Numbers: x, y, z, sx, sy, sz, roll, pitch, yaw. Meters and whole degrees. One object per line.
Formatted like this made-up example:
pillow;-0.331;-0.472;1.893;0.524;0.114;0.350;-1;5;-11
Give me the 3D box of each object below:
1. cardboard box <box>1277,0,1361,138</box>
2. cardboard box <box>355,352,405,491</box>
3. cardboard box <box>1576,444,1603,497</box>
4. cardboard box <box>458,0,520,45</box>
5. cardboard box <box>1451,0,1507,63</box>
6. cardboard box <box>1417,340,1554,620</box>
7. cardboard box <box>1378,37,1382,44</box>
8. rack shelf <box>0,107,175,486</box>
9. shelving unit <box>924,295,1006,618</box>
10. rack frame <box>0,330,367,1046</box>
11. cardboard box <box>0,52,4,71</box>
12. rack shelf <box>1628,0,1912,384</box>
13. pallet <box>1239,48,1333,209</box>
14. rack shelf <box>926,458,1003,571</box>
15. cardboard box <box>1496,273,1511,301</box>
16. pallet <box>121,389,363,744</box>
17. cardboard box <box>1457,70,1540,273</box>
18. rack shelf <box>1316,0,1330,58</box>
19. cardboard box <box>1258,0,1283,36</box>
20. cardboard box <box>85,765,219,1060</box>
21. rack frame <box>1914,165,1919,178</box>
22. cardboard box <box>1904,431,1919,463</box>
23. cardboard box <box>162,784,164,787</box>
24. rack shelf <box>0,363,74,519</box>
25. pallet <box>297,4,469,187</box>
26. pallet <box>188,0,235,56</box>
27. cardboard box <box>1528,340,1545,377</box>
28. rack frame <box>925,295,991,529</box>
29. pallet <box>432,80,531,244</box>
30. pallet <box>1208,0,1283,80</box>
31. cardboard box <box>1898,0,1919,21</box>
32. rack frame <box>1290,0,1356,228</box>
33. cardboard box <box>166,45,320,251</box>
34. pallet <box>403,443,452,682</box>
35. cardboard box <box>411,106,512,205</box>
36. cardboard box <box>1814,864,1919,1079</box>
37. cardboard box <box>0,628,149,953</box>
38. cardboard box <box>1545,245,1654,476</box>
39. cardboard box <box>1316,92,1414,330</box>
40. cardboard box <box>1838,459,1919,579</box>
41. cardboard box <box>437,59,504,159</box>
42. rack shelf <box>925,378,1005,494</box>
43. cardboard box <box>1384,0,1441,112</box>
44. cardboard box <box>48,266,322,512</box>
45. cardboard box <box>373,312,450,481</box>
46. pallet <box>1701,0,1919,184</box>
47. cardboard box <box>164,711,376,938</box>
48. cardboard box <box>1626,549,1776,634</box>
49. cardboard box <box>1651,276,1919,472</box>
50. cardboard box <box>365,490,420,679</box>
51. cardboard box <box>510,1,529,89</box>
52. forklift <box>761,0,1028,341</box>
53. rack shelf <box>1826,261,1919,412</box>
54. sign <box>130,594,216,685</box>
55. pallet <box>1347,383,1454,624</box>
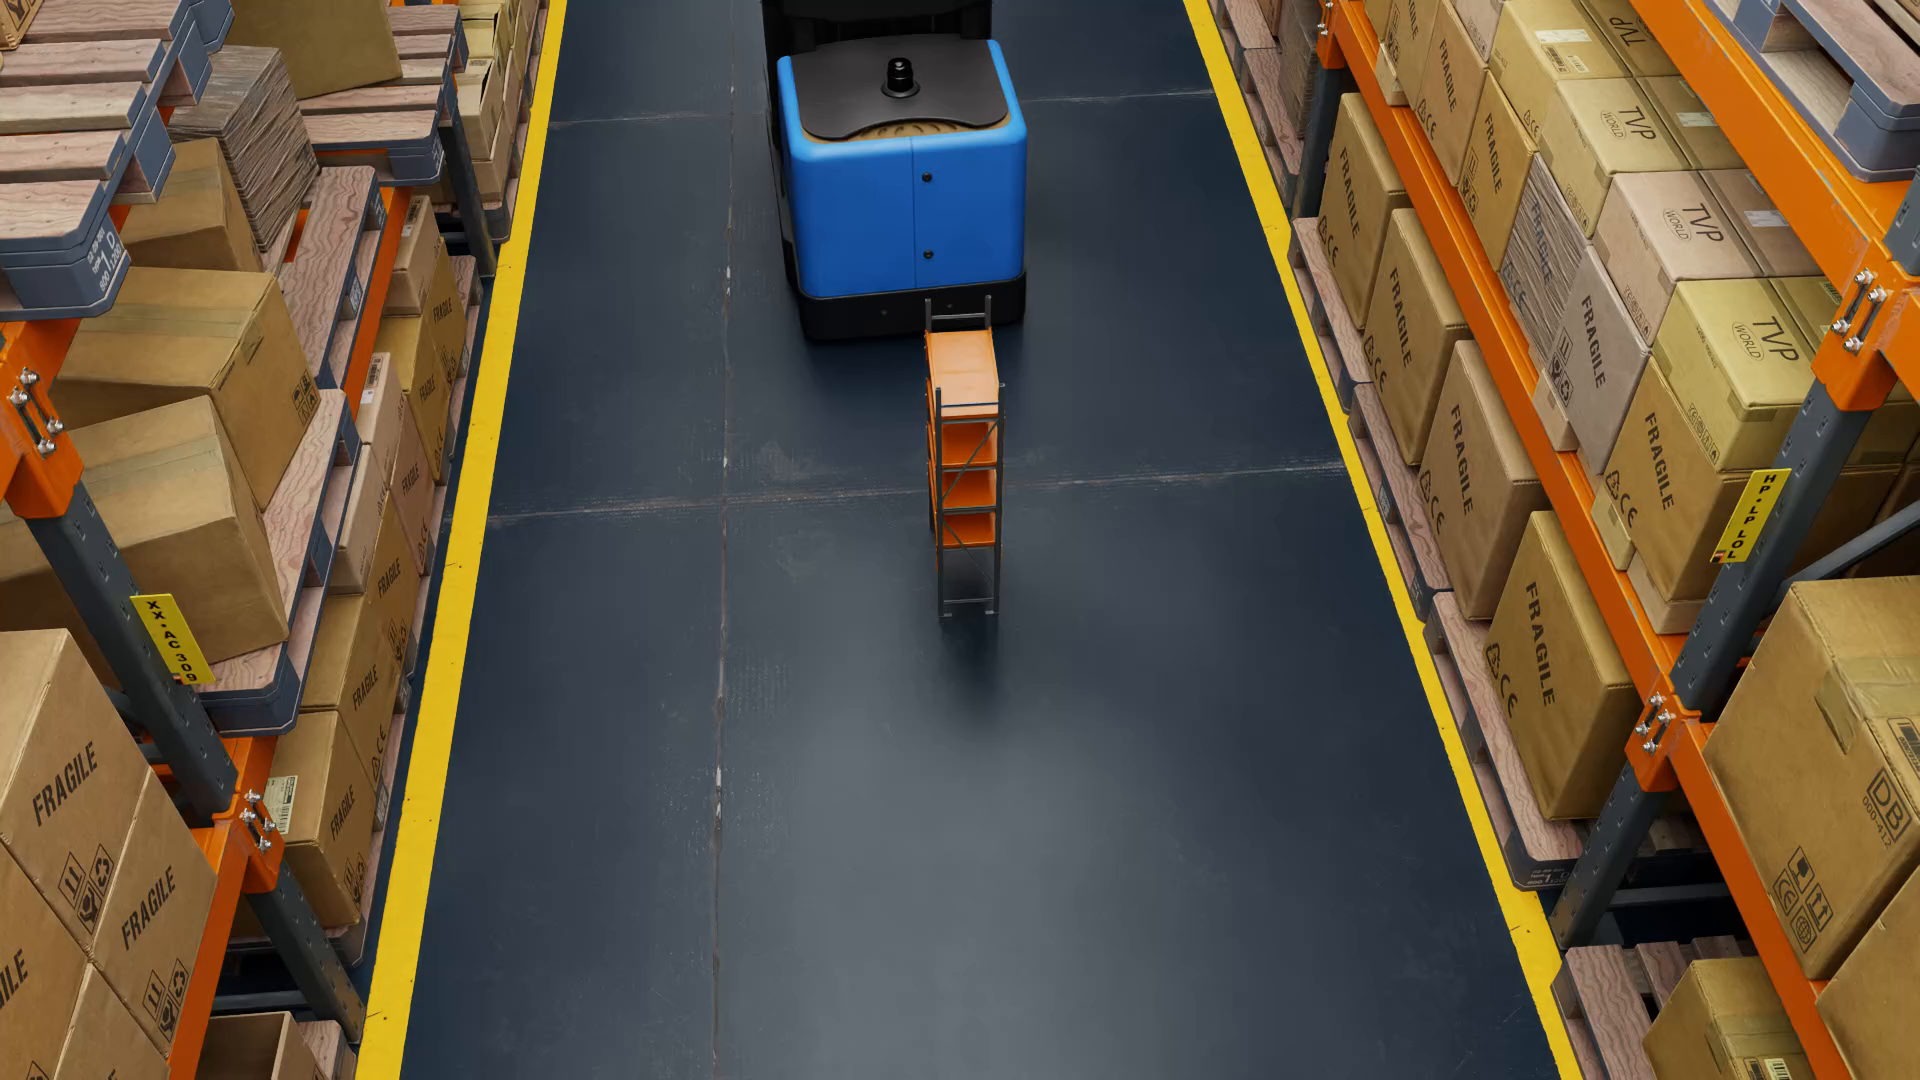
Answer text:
cardboard box;2.058;-2.429;8.540;0.700;0.500;0.500;-3;47;-3
cardboard box;-2.355;-0.423;6.123;0.500;0.250;0.500;-4;47;-4
cardboard box;2.173;-0.245;5.212;0.380;0.149;0.250;-2;47;-2
cardboard box;-2.610;-2.853;8.741;0.500;0.311;0.500;-5;47;-4
cardboard box;2.042;-1.927;5.841;0.500;0.250;0.500;-3;47;-3
cardboard box;2.243;-0.236;6.235;0.750;0.750;0.750;-2;47;-2
cardboard box;1.979;-2.105;6.973;0.380;0.149;0.250;-3;47;-3
rack shelf;-2.599;-1.653;4.815;1.077;0.370;4.000;-3;47;-3
shelving unit;0.014;-0.293;6.337;0.258;1.200;0.503;-3;47;-3
rack frame;-2.431;0.578;4.273;1.000;3.000;0.127;-3;47;-3
cardboard box;-2.400;-1.035;3.308;0.600;0.600;0.600;-8;47;-7
rack shelf;2.337;-1.957;5.103;1.077;0.370;4.000;-3;47;-3
pallet;2.106;-2.226;8.849;1.003;0.211;1.213;-3;47;-3
rack shelf;0.014;-0.110;6.530;0.258;0.148;0.480;-3;47;-3
cardboard box;2.121;-0.988;5.916;0.380;0.149;0.250;-2;47;-2
pallet;-2.389;0.059;4.896;1.003;0.211;1.213;-3;47;-3
cardboard box;2.082;-1.281;5.747;0.500;0.500;0.500;-2;47;-2
rack shelf;2.002;-3.819;8.933;1.077;0.370;4.000;-3;47;-3
cardboard box;2.060;-3.167;9.238;0.700;0.500;0.500;-4;47;-4
cardboard box;-2.134;0.890;3.909;0.500;0.500;0.500;-3;47;-3
rack frame;2.505;-1.788;2.382;1.000;3.000;0.127;-3;47;-3
cardboard box;2.726;-0.476;4.467;0.500;0.250;0.500;-2;47;-2
cardboard box;-2.758;0.947;5.342;0.500;0.500;0.500;-4;47;-4
rack shelf;-2.264;1.241;2.075;1.077;0.370;4.000;-3;47;-3
pallet;-2.640;-1.764;6.623;1.213;0.211;1.003;-3;47;-3
pallet;-2.506;-1.615;4.413;1.213;0.211;1.003;-3;47;-3
cardboard box;2.138;-0.613;5.561;0.380;0.149;0.250;-3;47;-3
rack frame;-0.007;-0.469;6.505;0.240;1.200;0.015;-3;47;-3
pallet;-2.796;-1.955;8.593;1.003;0.211;1.213;-3;47;-3
pallet;2.007;-3.107;9.684;1.003;0.211;1.213;-3;47;-3
cardboard box;2.540;-1.586;3.885;0.700;0.500;0.500;-6;47;-5
rack frame;2.170;-2.620;7.301;1.000;3.000;0.127;-3;47;-3
cardboard box;-2.715;-1.372;5.762;0.700;0.500;0.500;4;47;4
pallet;-2.642;0.066;6.678;1.003;0.211;1.213;-3;47;-3
cardboard box;-2.517;-1.911;8.235;0.500;0.250;0.500;-4;47;-3
cardboard box;2.589;1.093;3.579;0.980;0.700;0.700;-5;47;-4
cardboard box;-2.131;0.550;3.542;0.500;0.500;0.500;-3;47;-3
cardboard box;2.162;-0.556;5.060;0.500;0.500;0.500;-3;47;-3
cardboard box;2.101;-1.485;7.418;0.750;0.750;0.750;-4;47;-4
cardboard box;2.717;-0.217;4.739;0.500;0.500;0.500;-5;47;-5
cardboard box;-2.517;-2.104;8.032;0.500;0.311;0.500;-2;47;-2
rack shelf;0.014;-0.400;6.224;0.258;0.148;0.480;-3;47;-3
cardboard box;1.990;-2.017;6.443;0.500;0.500;0.500;-2;47;-2
cardboard box;-2.369;-0.451;4.889;0.700;0.500;0.500;3;47;3
cardboard box;-2.411;-0.571;6.780;0.500;0.500;0.500;-5;47;-5
pallet;2.379;-1.352;4.166;0.805;0.209;1.217;-5;47;-5
cardboard box;-2.229;0.922;5.366;0.500;0.500;0.500;-5;47;-5
cardboard box;2.194;0.127;4.860;0.380;0.149;0.250;-3;47;-3
cardboard box;2.211;-0.449;4.442;0.500;0.250;0.500;-2;47;-2
cardboard box;-2.319;0.174;6.074;0.500;0.500;0.500;-3;47;-3
cardboard box;-2.610;-2.651;8.936;0.500;0.250;0.500;-5;47;-4
forklift;-0.431;-3.010;7.719;1.130;2.935;3.031;-6;47;-6
rack shelf;2.672;0.937;2.362;1.077;0.370;4.000;-3;47;-3
sign;-1.891;0.242;3.995;0.100;0.325;0.005;-3;47;-3
pallet;2.260;-0.205;6.935;1.003;0.211;1.213;-3;47;-3
